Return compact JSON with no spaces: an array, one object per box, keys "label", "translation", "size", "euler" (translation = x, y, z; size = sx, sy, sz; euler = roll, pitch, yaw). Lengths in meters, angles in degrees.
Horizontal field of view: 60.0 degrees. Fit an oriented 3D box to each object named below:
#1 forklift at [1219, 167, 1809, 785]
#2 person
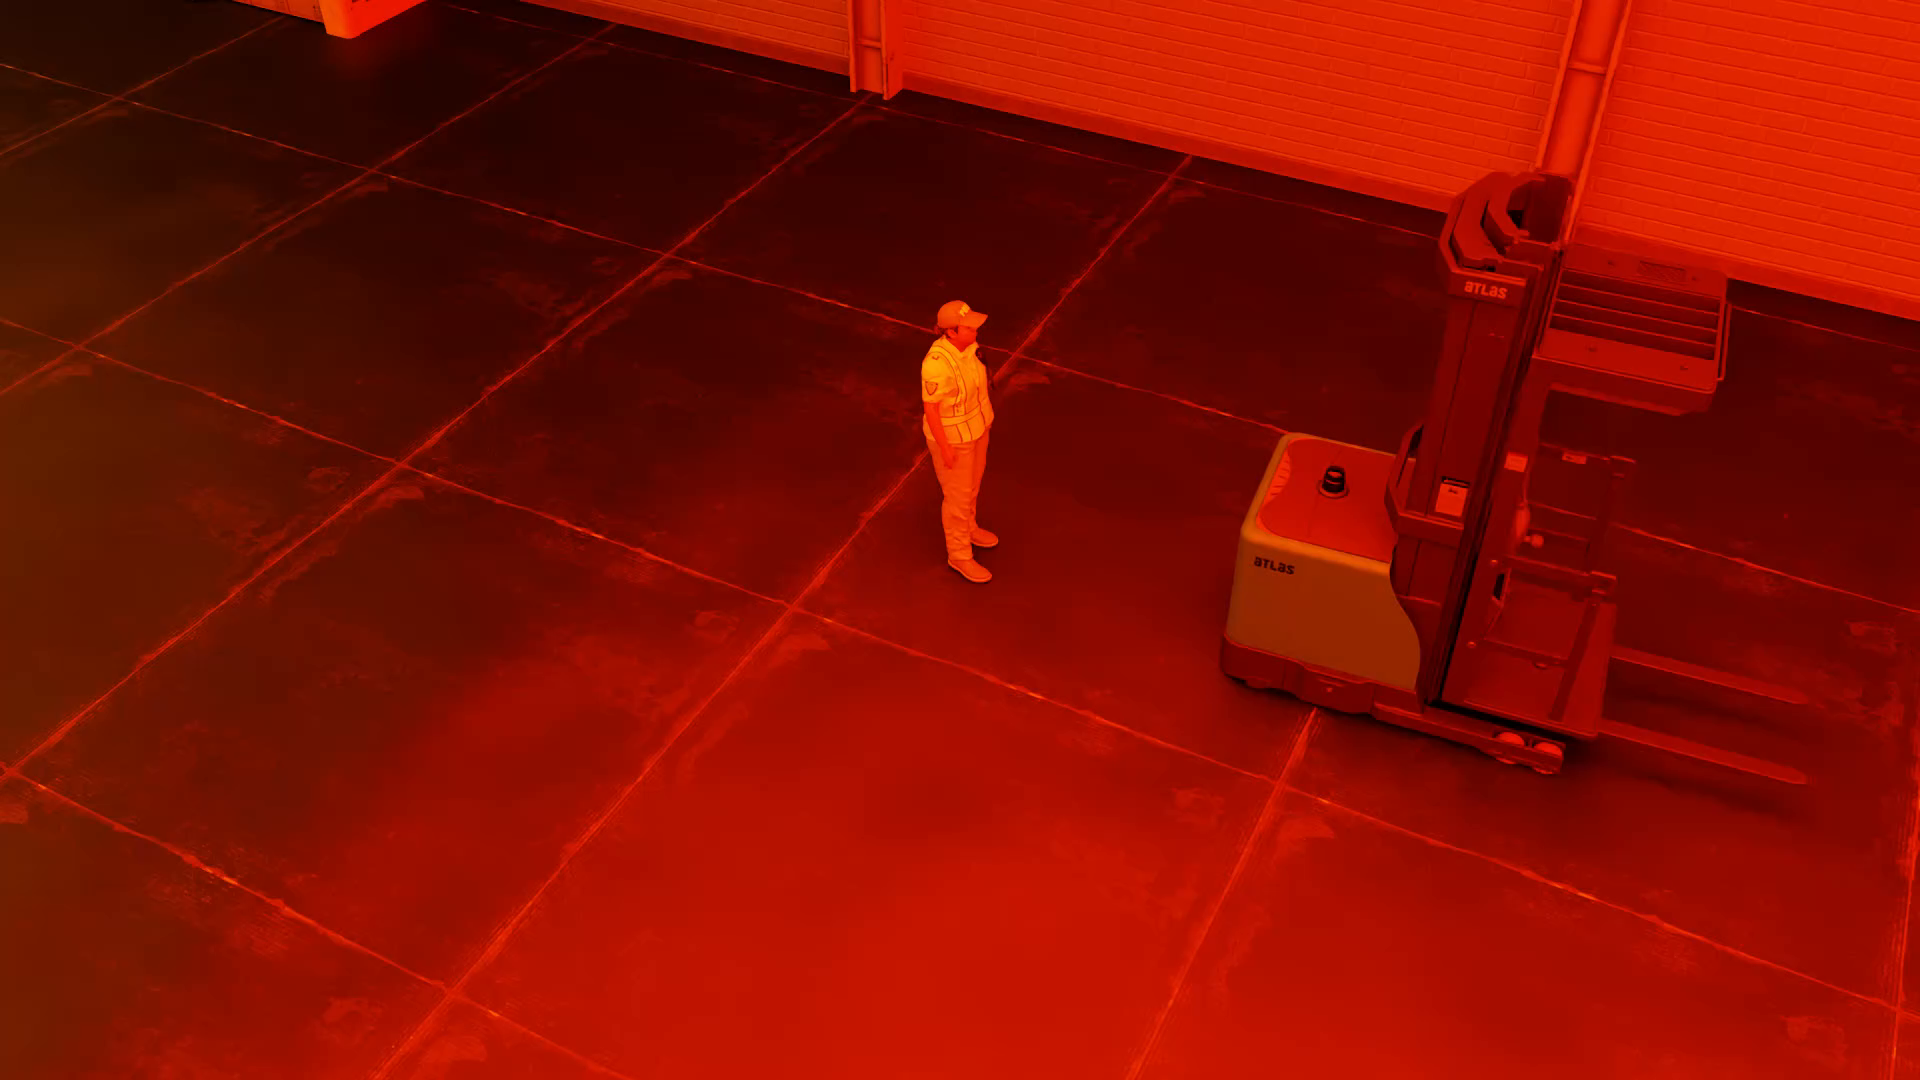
[{"label":"forklift","translation":[3.022,-0.277,8.316],"size":[3.031,2.935,1.130],"euler":[15,42,17]},{"label":"person","translation":[0.058,-0.608,9.678],"size":[0.529,1.670,0.599],"euler":[18,43,21]}]
